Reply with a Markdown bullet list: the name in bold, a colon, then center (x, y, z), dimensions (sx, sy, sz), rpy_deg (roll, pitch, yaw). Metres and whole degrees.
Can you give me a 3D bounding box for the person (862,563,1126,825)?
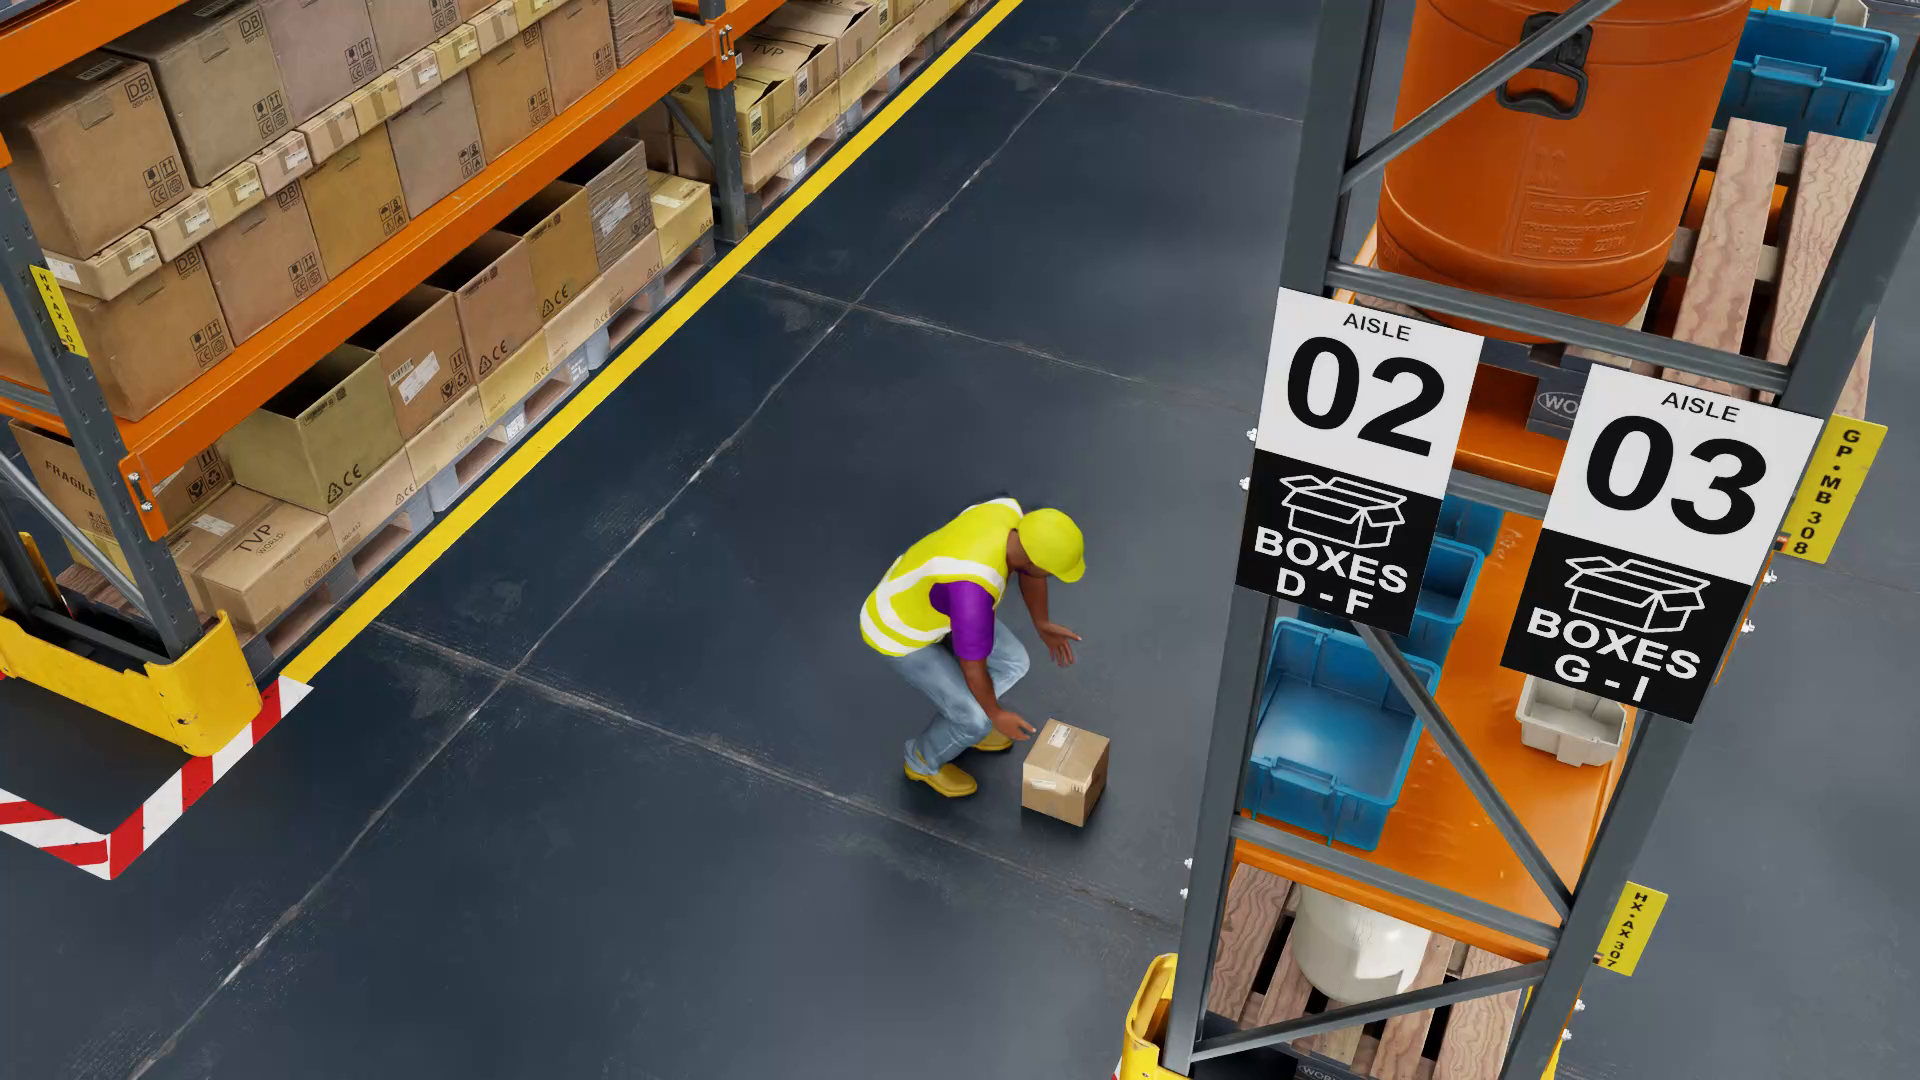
- **person**: center (0.135, 0.548, 6.171), dimensions (0.976, 0.915, 0.510), rpy_deg (15, 44, 17)
